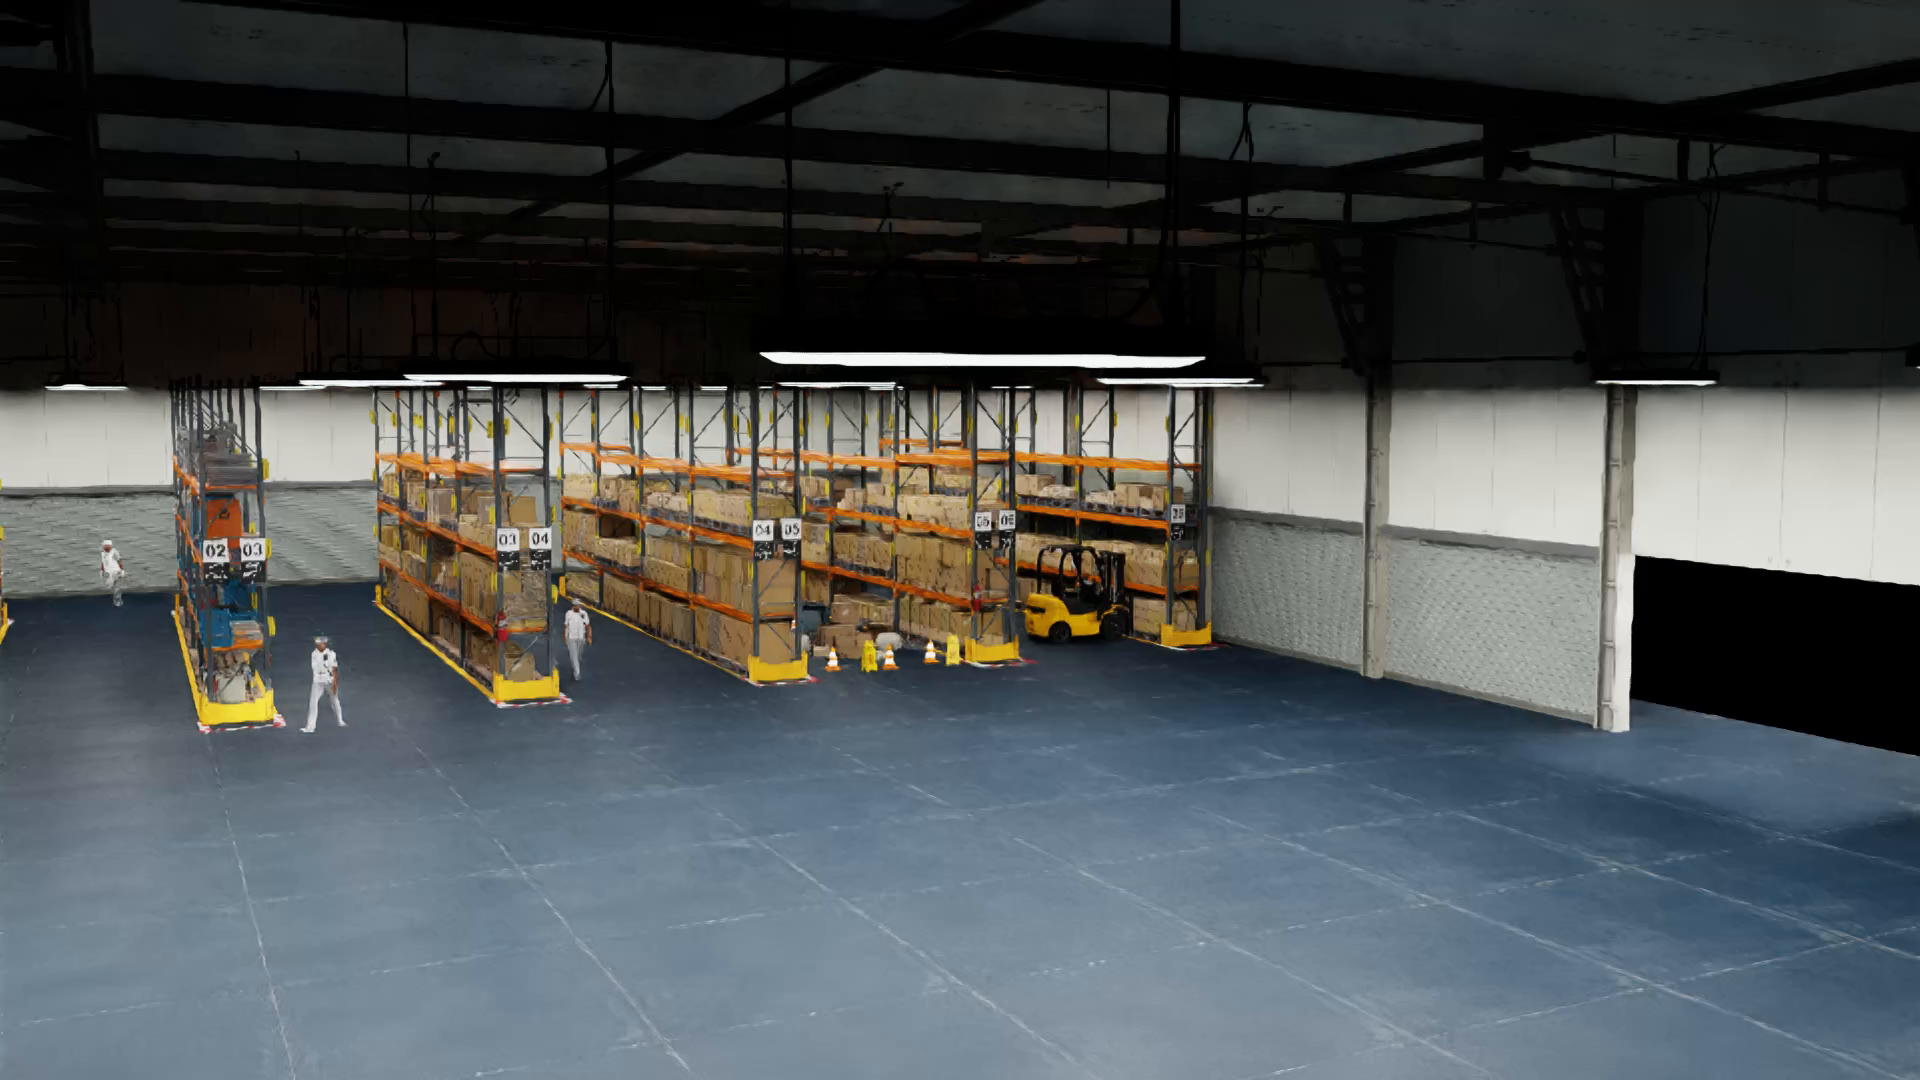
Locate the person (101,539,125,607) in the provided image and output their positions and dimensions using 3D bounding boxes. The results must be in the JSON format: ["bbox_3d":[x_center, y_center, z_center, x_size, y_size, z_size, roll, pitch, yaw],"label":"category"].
[{"bbox_3d":[-22.716,0.866,44.577,0.648,1.777,0.481,2,6,26],"label":"person"}]

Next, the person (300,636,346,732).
[{"bbox_3d":[-10.771,2.406,28.128,0.499,1.622,0.904,0,5,2],"label":"person"}]

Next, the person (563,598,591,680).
[{"bbox_3d":[-7.661,1.955,33.321,0.493,1.606,0.991,-3,6,-28],"label":"person"}]

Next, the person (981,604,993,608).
[{"bbox_3d":[0.585,1.348,39.370,0.592,1.737,0.449,3,6,32],"label":"person"}]
